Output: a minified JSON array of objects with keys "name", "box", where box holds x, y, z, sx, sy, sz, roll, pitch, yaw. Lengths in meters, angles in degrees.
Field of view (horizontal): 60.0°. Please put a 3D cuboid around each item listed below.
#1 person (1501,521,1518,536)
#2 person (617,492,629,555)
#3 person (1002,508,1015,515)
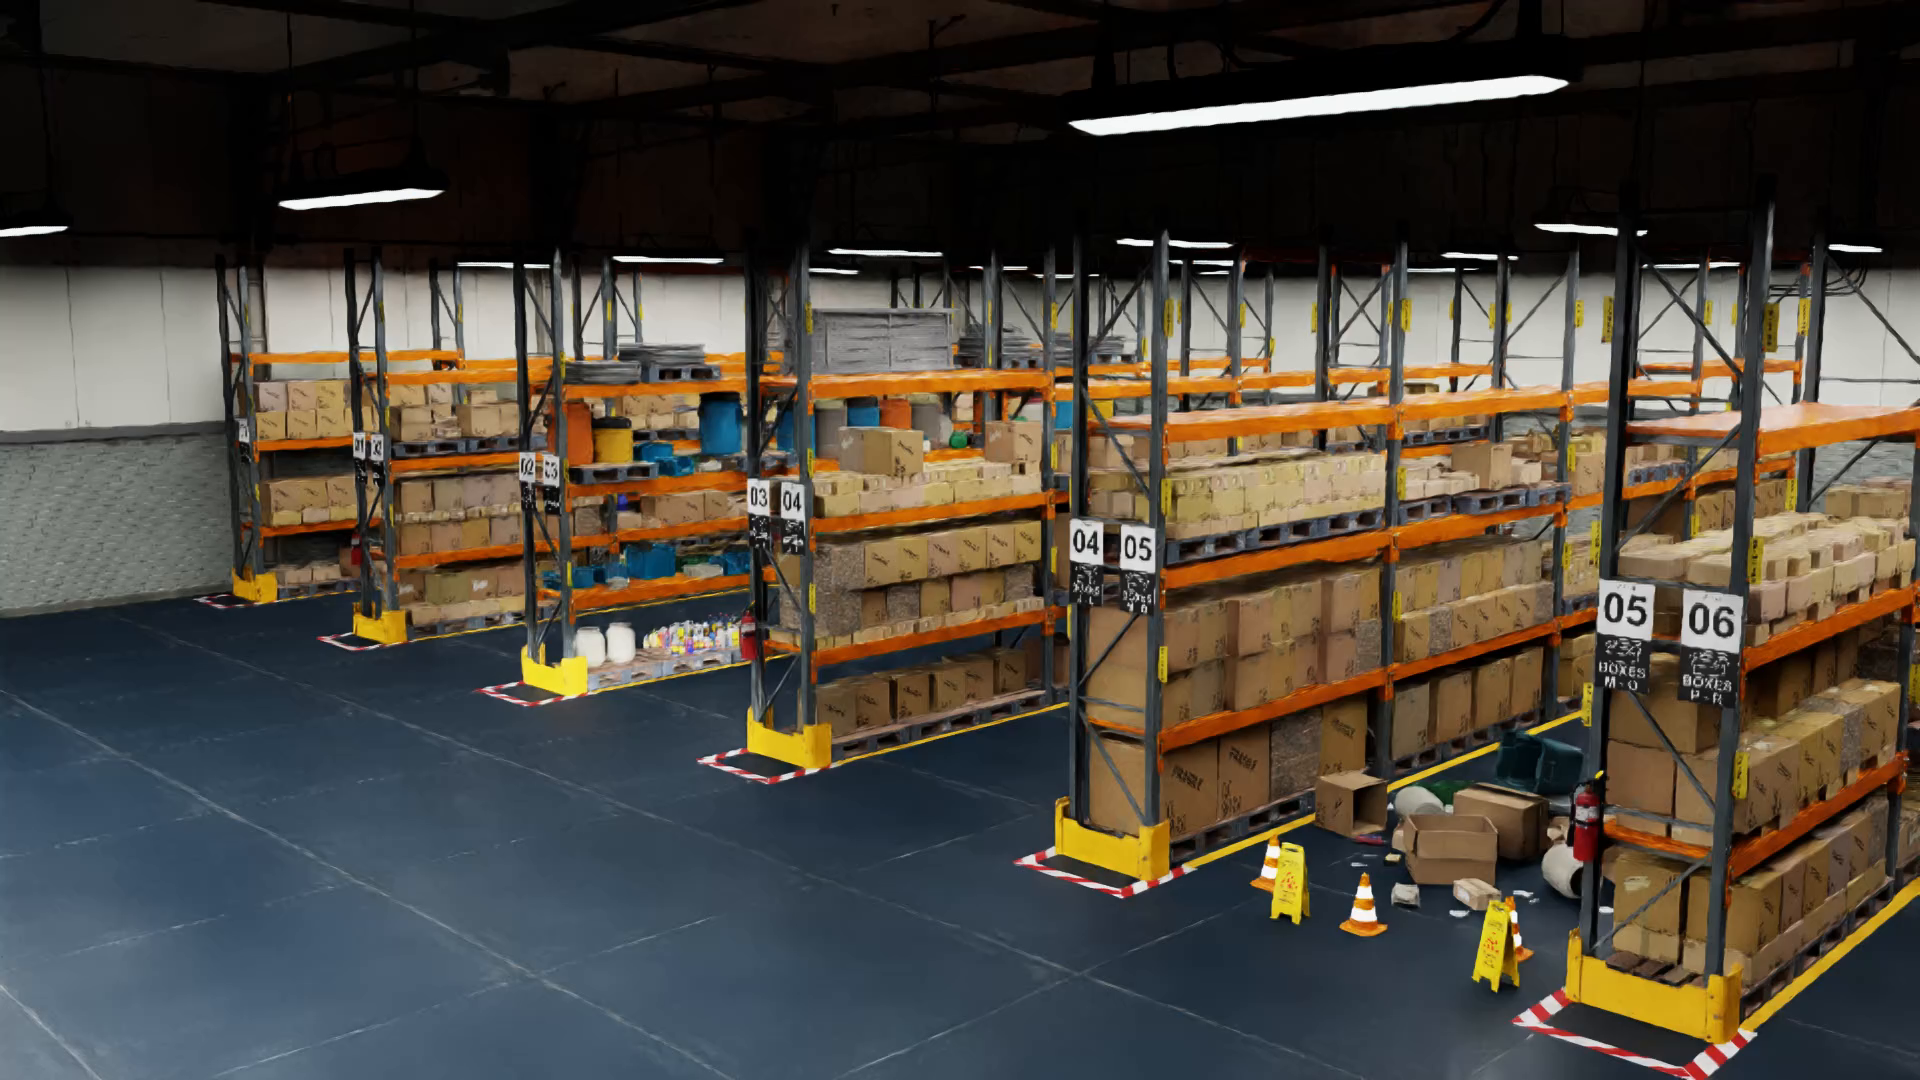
[{"name":"person","box":[9.126,0.447,27.696,1.088,1.587,0.456,-7,11,-42]},{"name":"person","box":[-6.754,-0.363,33.143,0.371,1.662,0.582,4,9,24]},{"name":"person","box":[0.922,-0.103,31.896,0.566,1.541,0.506,7,11,42]}]
